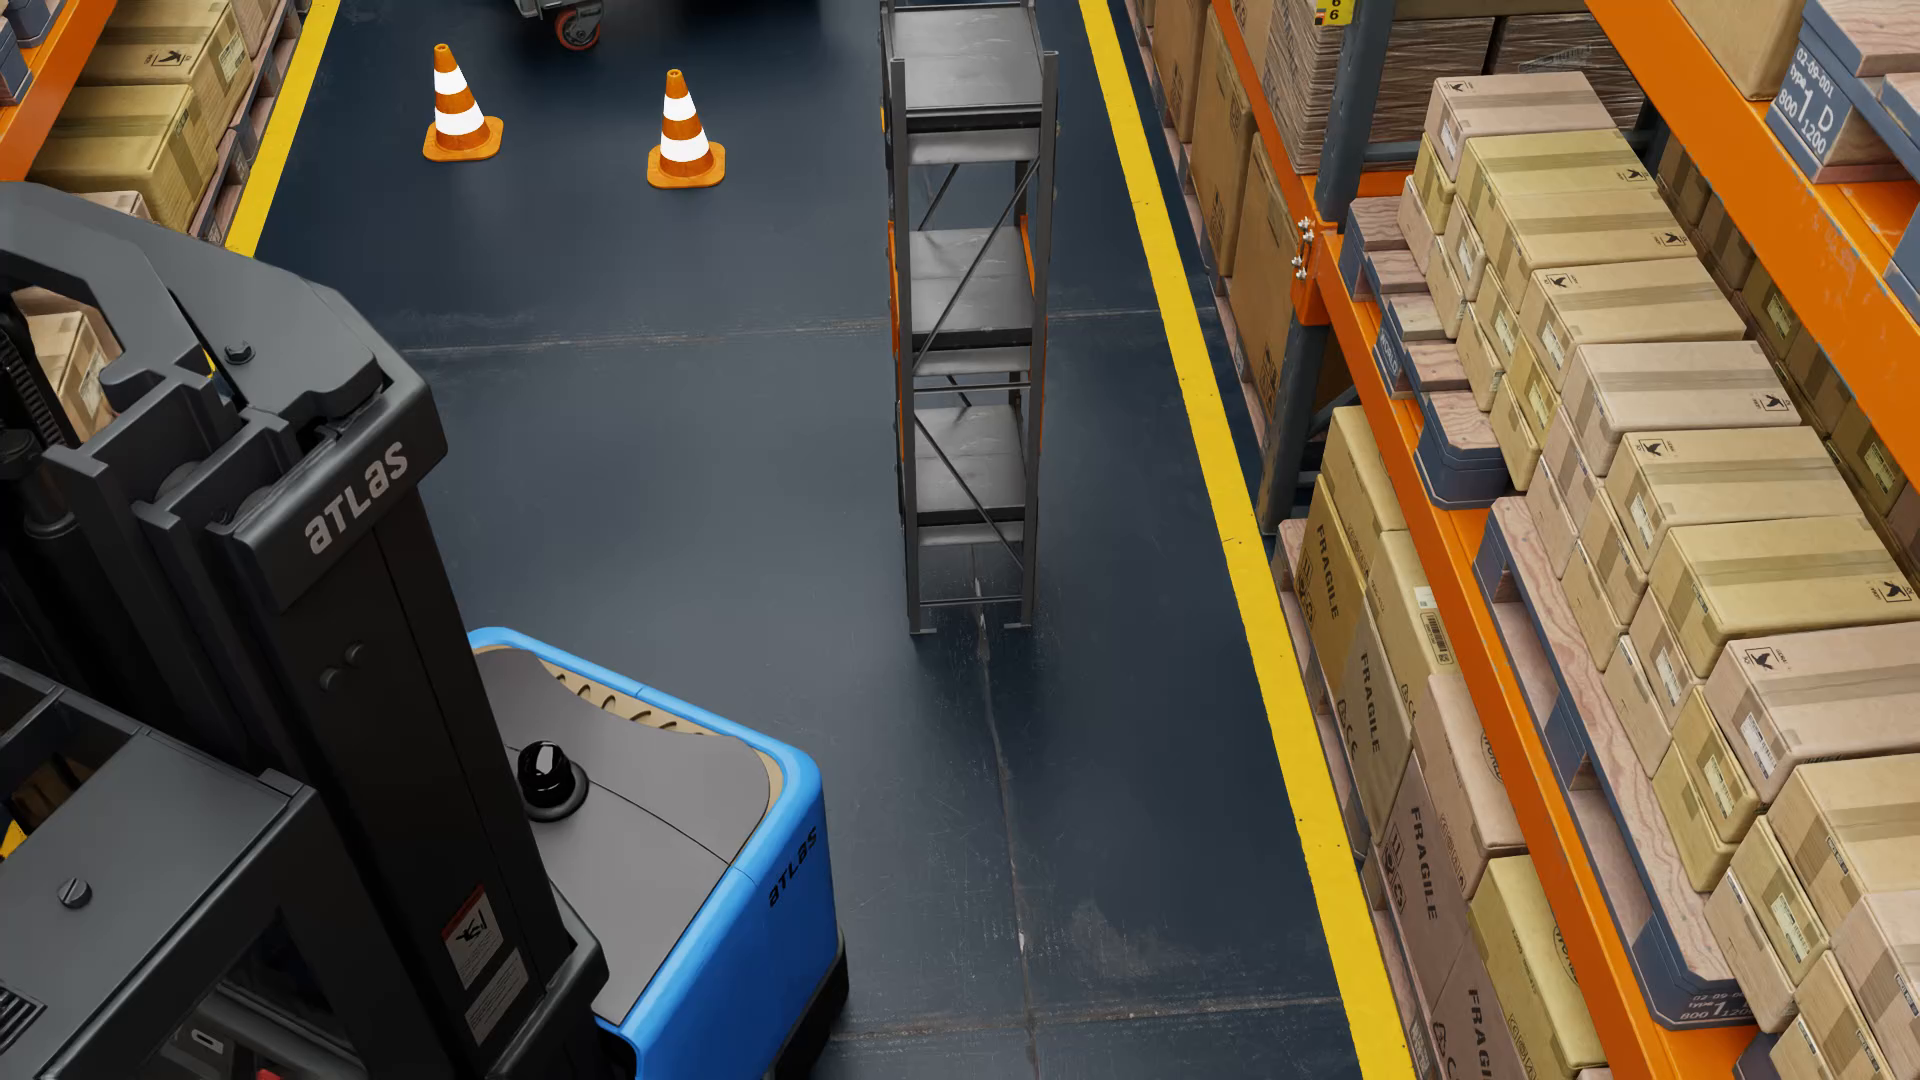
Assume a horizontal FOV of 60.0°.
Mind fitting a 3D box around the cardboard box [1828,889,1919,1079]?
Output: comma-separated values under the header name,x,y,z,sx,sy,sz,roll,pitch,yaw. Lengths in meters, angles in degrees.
name,x,y,z,sx,sy,sz,roll,pitch,yaw
cardboard box,1.581,0.667,2.527,0.380,0.149,0.250,-4,47,-3

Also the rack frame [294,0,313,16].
name,x,y,z,sx,sy,sz,roll,pitch,yaw
rack frame,-3.720,-3.635,7.127,1.000,3.000,0.127,-3,47,-3

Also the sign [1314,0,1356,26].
name,x,y,z,sx,sy,sz,roll,pitch,yaw
sign,0.986,-1.477,4.285,0.100,0.325,0.005,-3,47,-3

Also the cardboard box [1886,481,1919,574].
name,x,y,z,sx,sy,sz,roll,pitch,yaw
cardboard box,2.144,-0.012,3.375,0.380,0.149,0.250,-2,47,-2

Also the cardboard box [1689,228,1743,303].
name,x,y,z,sx,sy,sz,roll,pitch,yaw
cardboard box,2.057,-0.664,4.197,0.380,0.149,0.250,-4,47,-3

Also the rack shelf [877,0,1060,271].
name,x,y,z,sx,sy,sz,roll,pitch,yaw
rack shelf,0.014,-1.074,4.376,0.431,0.518,0.480,-3,47,-3

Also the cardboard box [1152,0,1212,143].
name,x,y,z,sx,sy,sz,roll,pitch,yaw
cardboard box,1.423,-2.238,7.064,1.050,0.750,0.750,-3,47,-3

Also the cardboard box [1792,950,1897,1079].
name,x,y,z,sx,sy,sz,roll,pitch,yaw
cardboard box,1.575,0.775,2.629,0.380,0.149,0.250,-5,47,-5

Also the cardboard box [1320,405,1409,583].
name,x,y,z,sx,sy,sz,roll,pitch,yaw
cardboard box,1.356,-0.144,4.736,0.500,0.250,0.500,-5,47,-5

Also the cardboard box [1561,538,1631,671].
name,x,y,z,sx,sy,sz,roll,pitch,yaw
cardboard box,1.488,0.122,3.452,0.380,0.149,0.250,-3,47,-3

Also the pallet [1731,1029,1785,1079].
name,x,y,z,sx,sy,sz,roll,pitch,yaw
pallet,1.955,1.283,2.601,1.003,0.211,1.213,-3,47,-3

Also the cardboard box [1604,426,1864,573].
name,x,y,z,sx,sy,sz,roll,pitch,yaw
cardboard box,1.496,-0.080,3.234,0.380,0.149,0.250,-2,47,-2

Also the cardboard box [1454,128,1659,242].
name,x,y,z,sx,sy,sz,roll,pitch,yaw
cardboard box,1.410,-0.837,3.951,0.380,0.149,0.250,-5,47,-4

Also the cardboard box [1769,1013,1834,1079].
name,x,y,z,sx,sy,sz,roll,pitch,yaw
cardboard box,1.581,0.896,2.719,0.380,0.149,0.250,-6,47,-5

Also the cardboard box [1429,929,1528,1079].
name,x,y,z,sx,sy,sz,roll,pitch,yaw
cardboard box,1.480,1.232,3.950,0.500,0.500,0.500,-4,47,-4

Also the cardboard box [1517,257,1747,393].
name,x,y,z,sx,sy,sz,roll,pitch,yaw
cardboard box,1.448,-0.468,3.601,0.380,0.149,0.250,-5,47,-5

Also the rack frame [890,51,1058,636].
name,x,y,z,sx,sy,sz,roll,pitch,yaw
rack frame,0.034,-0.426,4.707,0.400,2.100,0.015,-3,47,-3

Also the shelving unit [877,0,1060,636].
name,x,y,z,sx,sy,sz,roll,pitch,yaw
shelving unit,0.014,-0.602,4.874,0.431,2.100,0.503,-3,47,-3

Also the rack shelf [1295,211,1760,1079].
name,x,y,z,sx,sy,sz,roll,pitch,yaw
rack shelf,1.706,0.580,3.631,1.077,0.370,4.000,-3,47,-3

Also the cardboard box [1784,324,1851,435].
name,x,y,z,sx,sy,sz,roll,pitch,yaw
cardboard box,2.103,-0.381,3.724,0.380,0.149,0.250,-3,47,-3

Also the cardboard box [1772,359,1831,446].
name,x,y,z,sx,sy,sz,roll,pitch,yaw
cardboard box,2.097,-0.297,3.850,0.380,0.149,0.250,-4,47,-4

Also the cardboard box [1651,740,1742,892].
name,x,y,z,sx,sy,sz,roll,pitch,yaw
cardboard box,1.531,0.504,3.091,0.380,0.149,0.250,-2,47,-2

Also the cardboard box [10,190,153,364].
name,x,y,z,sx,sy,sz,roll,pitch,yaw
cardboard box,-3.492,-0.924,6.080,0.950,0.372,0.625,-4,47,-4

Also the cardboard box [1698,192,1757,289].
name,x,y,z,sx,sy,sz,roll,pitch,yaw
cardboard box,2.058,-0.752,4.076,0.380,0.149,0.250,-2,47,-2

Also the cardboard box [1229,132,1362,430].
name,x,y,z,sx,sy,sz,roll,pitch,yaw
cardboard box,1.578,-0.932,5.827,1.050,0.750,0.750,-4,47,-4

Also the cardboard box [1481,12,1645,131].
name,x,y,z,sx,sy,sz,roll,pitch,yaw
cardboard box,1.770,-1.490,5.027,0.500,0.500,0.500,-3,47,-3

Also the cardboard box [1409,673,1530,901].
name,x,y,z,sx,sy,sz,roll,pitch,yaw
cardboard box,1.427,0.582,4.049,0.500,0.250,0.500,-3,47,-3

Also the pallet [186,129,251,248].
name,x,y,z,sx,sy,sz,roll,pitch,yaw
pallet,-3.548,-1.228,6.768,1.003,0.211,1.213,-3,47,-3

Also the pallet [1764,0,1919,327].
name,x,y,z,sx,sy,sz,roll,pitch,yaw
pallet,1.838,-0.391,2.118,1.213,0.211,1.003,-3,47,-3

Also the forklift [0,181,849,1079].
name,x,y,z,sx,sy,sz,roll,pitch,yaw
forklift,-1.408,1.036,2.750,1.130,2.935,3.031,20,50,18

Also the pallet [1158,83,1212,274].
name,x,y,z,sx,sy,sz,roll,pitch,yaw
pallet,1.449,-1.612,7.131,1.003,0.211,1.213,-3,47,-3

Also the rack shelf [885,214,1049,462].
name,x,y,z,sx,sy,sz,roll,pitch,yaw
rack shelf,0.014,-0.593,4.884,0.431,0.518,0.480,-3,47,-3

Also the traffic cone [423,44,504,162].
name,x,y,z,sx,sy,sz,roll,pitch,yaw
traffic cone,-2.221,-1.951,7.279,0.336,0.463,0.334,-3,47,-3

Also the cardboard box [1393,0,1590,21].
name,x,y,z,sx,sy,sz,roll,pitch,yaw
cardboard box,1.511,-1.818,4.649,0.700,0.500,0.500,-4,47,-4

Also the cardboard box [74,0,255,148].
name,x,y,z,sx,sy,sz,roll,pitch,yaw
cardboard box,-3.610,-1.976,7.077,0.950,0.372,0.625,-1,47,-1

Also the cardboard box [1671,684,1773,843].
name,x,y,z,sx,sy,sz,roll,pitch,yaw
cardboard box,1.530,0.389,2.994,0.380,0.149,0.250,-3,47,-3

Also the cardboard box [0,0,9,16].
name,x,y,z,sx,sy,sz,roll,pitch,yaw
cardboard box,-3.197,-1.653,5.133,0.380,0.149,0.250,-3,47,-3

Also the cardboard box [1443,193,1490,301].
name,x,y,z,sx,sy,sz,roll,pitch,yaw
cardboard box,1.404,-0.717,4.042,0.380,0.149,0.250,-1,47,-1

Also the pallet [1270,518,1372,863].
name,x,y,z,sx,sy,sz,roll,pitch,yaw
pallet,1.603,0.409,5.217,1.003,0.211,1.213,-3,47,-3

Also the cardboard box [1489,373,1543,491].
name,x,y,z,sx,sy,sz,roll,pitch,yaw
cardboard box,1.445,-0.252,3.807,0.380,0.149,0.250,-2,47,-1

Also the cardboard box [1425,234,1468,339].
name,x,y,z,sx,sy,sz,roll,pitch,yaw
cardboard box,1.398,-0.643,4.177,0.380,0.149,0.250,-1,47,-1

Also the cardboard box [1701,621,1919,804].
name,x,y,z,sx,sy,sz,roll,pitch,yaw
cardboard box,1.537,0.295,2.879,0.380,0.149,0.250,-5,47,-5

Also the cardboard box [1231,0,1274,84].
name,x,y,z,sx,sy,sz,roll,pitch,yaw
cardboard box,1.193,-1.820,5.339,0.500,0.500,0.500,-3,47,-3

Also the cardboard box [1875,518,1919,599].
name,x,y,z,sx,sy,sz,roll,pitch,yaw
cardboard box,2.141,0.084,3.488,0.380,0.149,0.250,-2,47,-2

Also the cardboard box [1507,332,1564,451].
name,x,y,z,sx,sy,sz,roll,pitch,yaw
cardboard box,1.451,-0.342,3.687,0.380,0.149,0.250,-3,47,-3

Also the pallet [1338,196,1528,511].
name,x,y,z,sx,sy,sz,roll,pitch,yaw
pallet,1.705,-0.540,4.327,1.213,0.211,1.003,-3,47,-3

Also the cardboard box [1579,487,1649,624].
name,x,y,z,sx,sy,sz,roll,pitch,yaw
cardboard box,1.489,0.018,3.346,0.380,0.149,0.250,-4,47,-4

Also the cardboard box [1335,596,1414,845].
name,x,y,z,sx,sy,sz,roll,pitch,yaw
cardboard box,1.390,0.491,4.651,0.500,0.500,0.500,-3,47,-3

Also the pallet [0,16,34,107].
name,x,y,z,sx,sy,sz,roll,pitch,yaw
pallet,-3.551,-1.184,4.938,1.213,0.211,1.003,-3,47,-3

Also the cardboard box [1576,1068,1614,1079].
name,x,y,z,sx,sy,sz,roll,pitch,yaw
cardboard box,1.530,1.340,3.331,0.500,0.250,0.500,-1,47,-1
